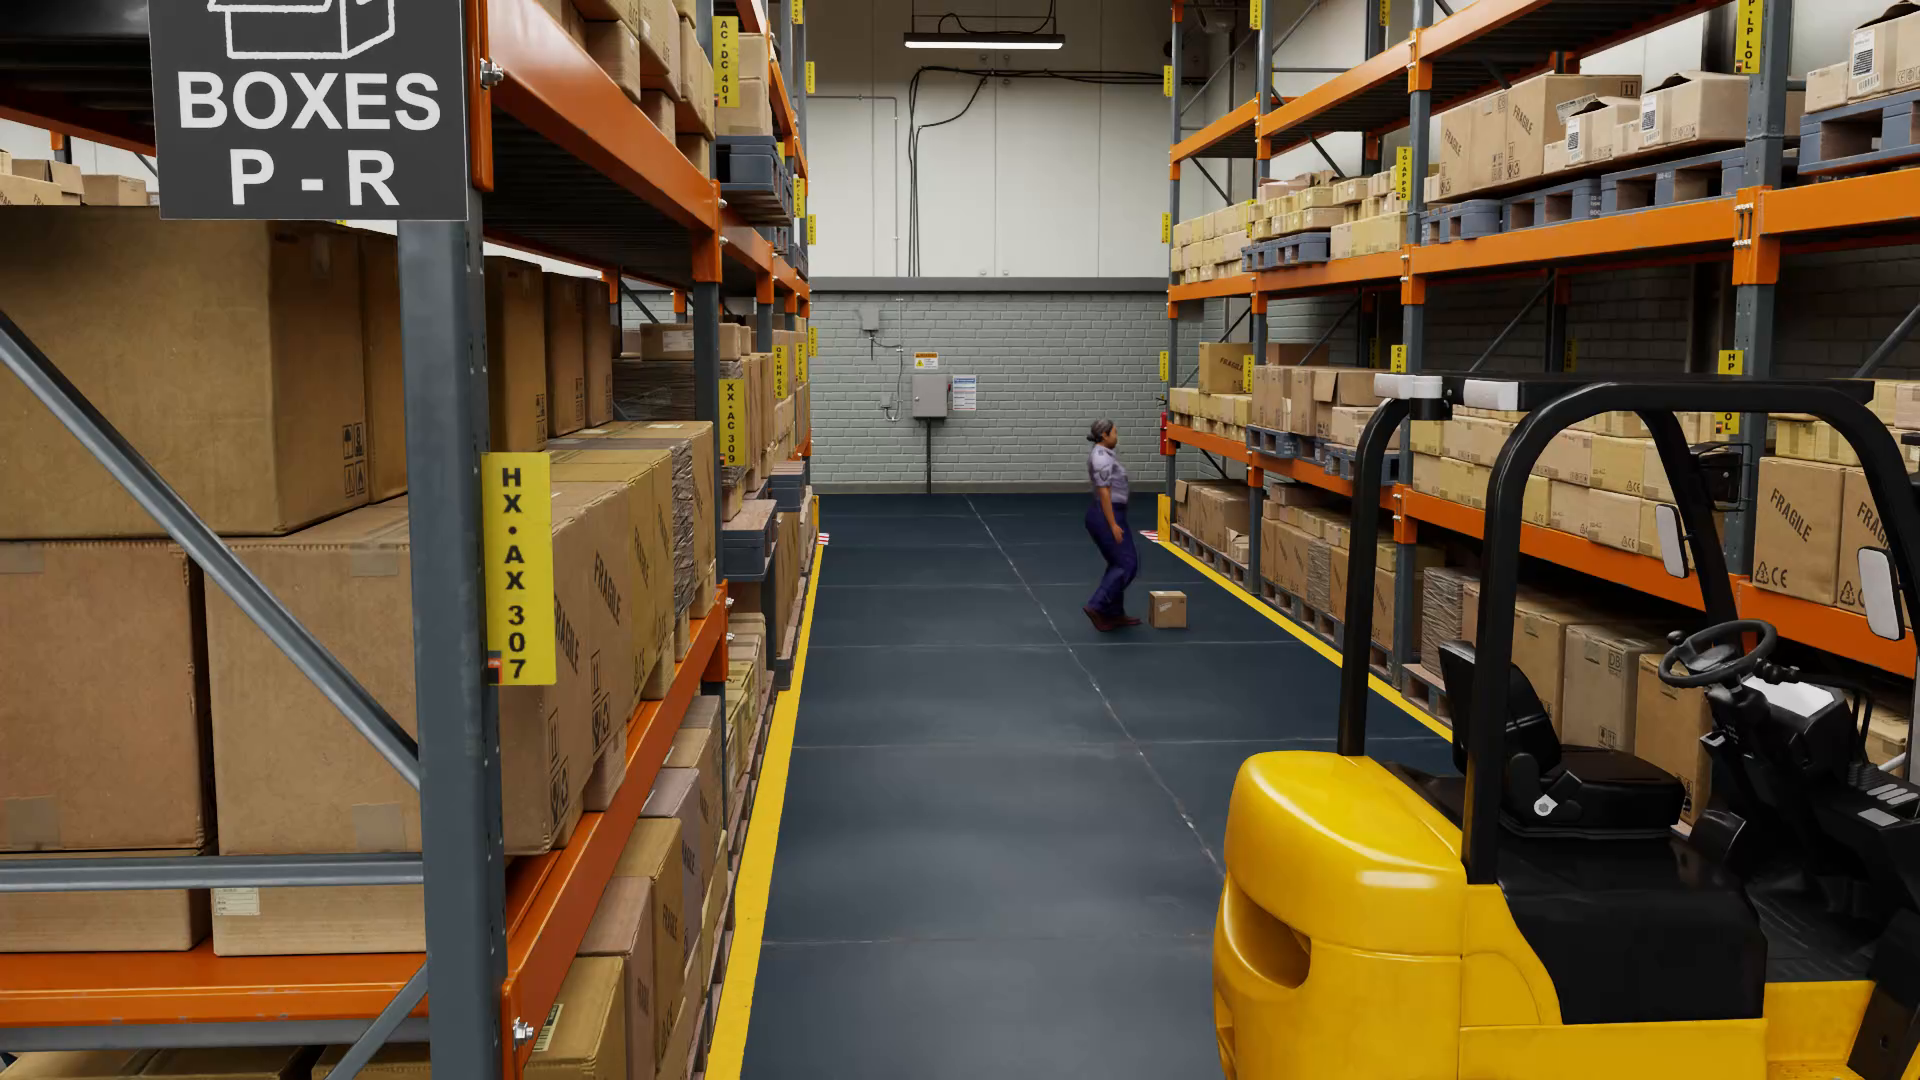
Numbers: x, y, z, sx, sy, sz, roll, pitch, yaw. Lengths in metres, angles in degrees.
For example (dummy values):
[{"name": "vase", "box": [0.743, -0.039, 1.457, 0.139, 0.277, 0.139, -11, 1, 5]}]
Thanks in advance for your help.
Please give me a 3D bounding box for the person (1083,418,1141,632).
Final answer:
[{"name": "person", "box": [1.185, -0.133, 12.972, 0.498, 1.635, 0.515, 0, 7, -3]}]
